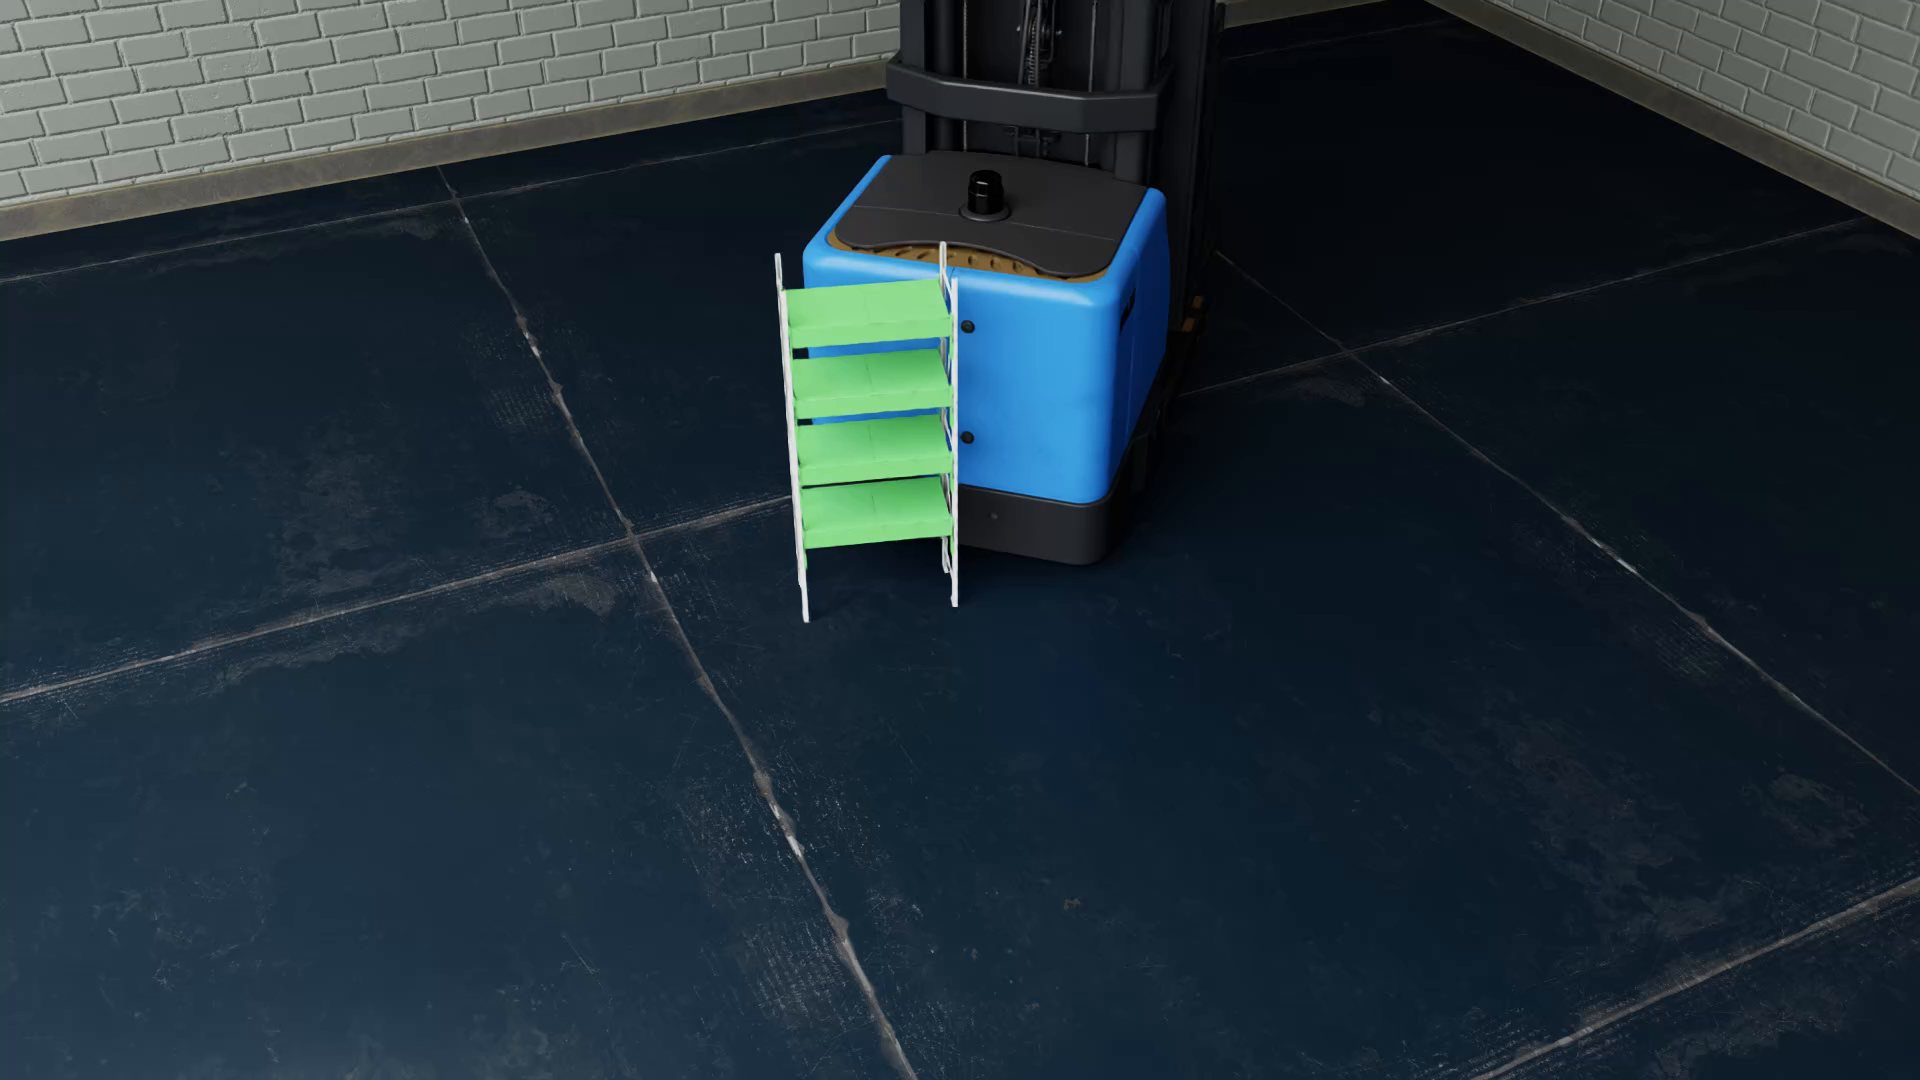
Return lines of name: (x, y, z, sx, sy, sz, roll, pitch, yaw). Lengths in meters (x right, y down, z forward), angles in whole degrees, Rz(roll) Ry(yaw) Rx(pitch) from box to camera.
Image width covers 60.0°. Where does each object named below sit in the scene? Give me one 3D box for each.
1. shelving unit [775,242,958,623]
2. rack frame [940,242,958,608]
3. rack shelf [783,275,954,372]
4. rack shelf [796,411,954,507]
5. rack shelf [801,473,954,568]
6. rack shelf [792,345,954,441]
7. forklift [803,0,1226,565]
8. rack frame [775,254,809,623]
shelving unit: (-0.274, -0.308, 5.158, 0.503, 1.200, 0.258, -5, 37, -7)
rack frame: (-0.033, -0.331, 5.189, 0.015, 1.200, 0.240, -5, 37, -7)
rack shelf: (-0.274, -0.642, 4.910, 0.480, 0.148, 0.258, -5, 37, -7)
rack shelf: (-0.274, -0.257, 5.196, 0.480, 0.148, 0.258, -5, 37, -7)
rack shelf: (-0.274, -0.064, 5.339, 0.480, 0.148, 0.258, -5, 37, -7)
rack shelf: (-0.274, -0.450, 5.053, 0.480, 0.148, 0.258, -5, 37, -7)
forklift: (0.405, -1.974, 5.951, 1.130, 2.935, 3.031, 10, 38, 13)
rack frame: (-0.515, -0.285, 5.127, 0.015, 1.200, 0.240, -5, 37, -7)
